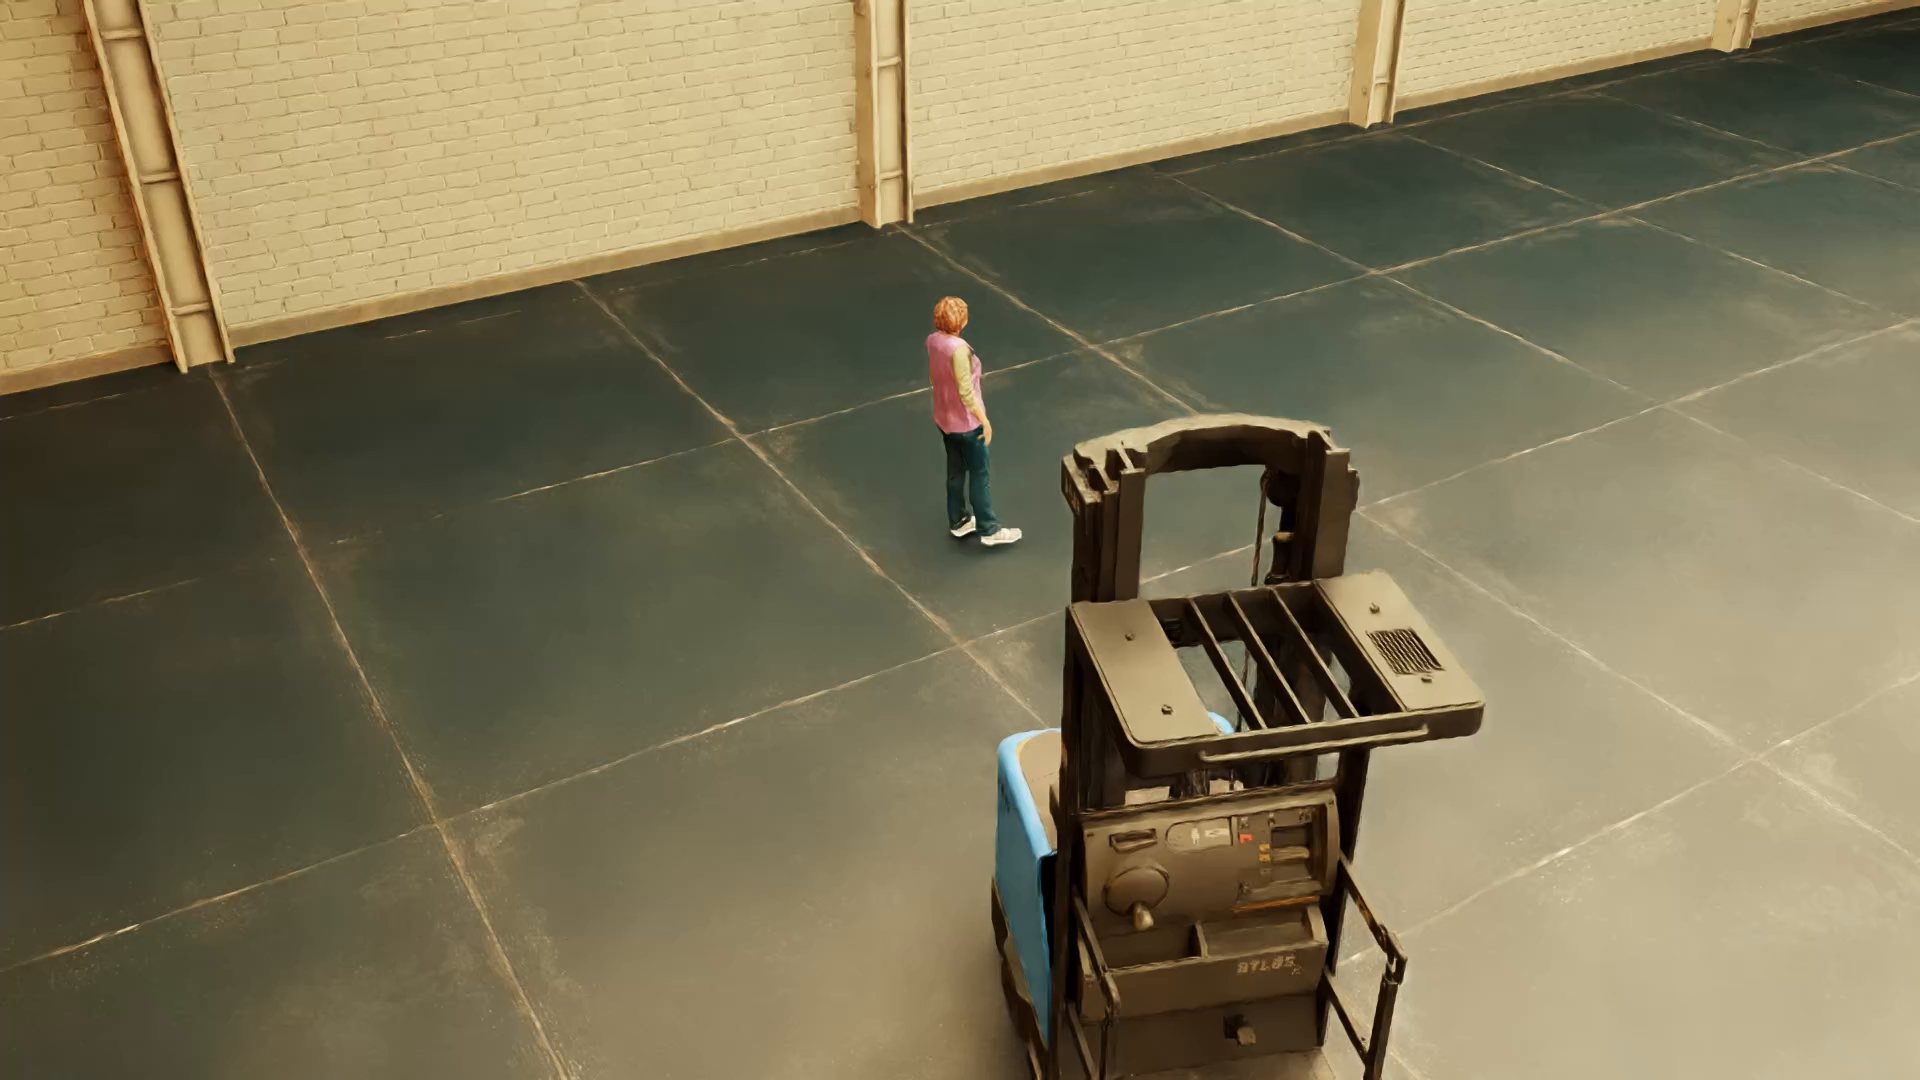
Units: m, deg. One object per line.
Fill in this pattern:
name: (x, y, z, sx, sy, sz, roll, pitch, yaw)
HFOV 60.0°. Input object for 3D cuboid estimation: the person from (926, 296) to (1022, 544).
person: (0.070, -0.738, 10.088, 0.476, 1.596, 0.520, -17, 35, -26)

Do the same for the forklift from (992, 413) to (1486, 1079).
forklift: (0.931, 1.181, 5.675, 1.130, 2.935, 3.031, -6, 31, -10)
